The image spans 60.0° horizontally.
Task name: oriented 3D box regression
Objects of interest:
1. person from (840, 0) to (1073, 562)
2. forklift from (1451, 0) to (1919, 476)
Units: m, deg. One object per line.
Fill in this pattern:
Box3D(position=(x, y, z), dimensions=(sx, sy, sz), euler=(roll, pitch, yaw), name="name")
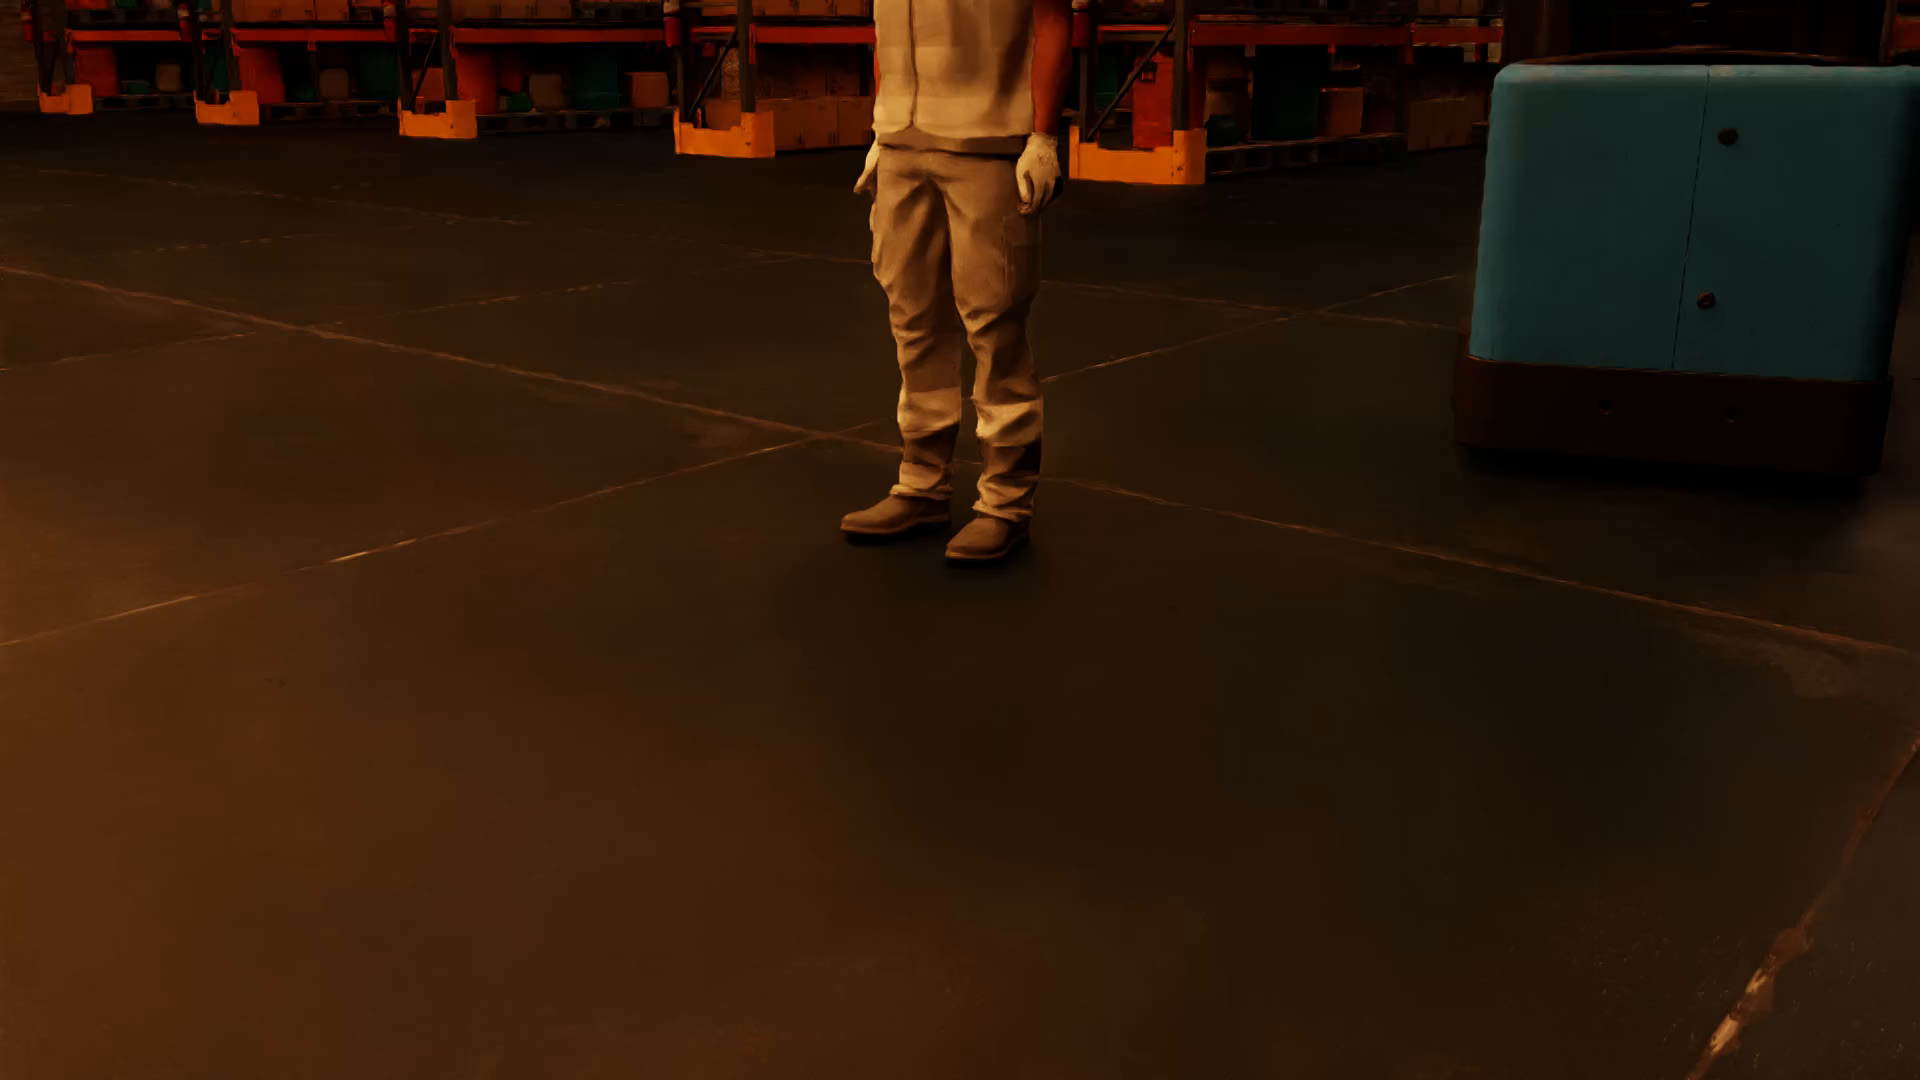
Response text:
Box3D(position=(-0.012, -0.852, 3.665), dimensions=(0.540, 1.795, 0.349), euler=(13, 21, 37), name="person")
Box3D(position=(2.347, -1.953, 5.329), dimensions=(1.130, 2.935, 3.031), euler=(6, 18, 19), name="forklift")
